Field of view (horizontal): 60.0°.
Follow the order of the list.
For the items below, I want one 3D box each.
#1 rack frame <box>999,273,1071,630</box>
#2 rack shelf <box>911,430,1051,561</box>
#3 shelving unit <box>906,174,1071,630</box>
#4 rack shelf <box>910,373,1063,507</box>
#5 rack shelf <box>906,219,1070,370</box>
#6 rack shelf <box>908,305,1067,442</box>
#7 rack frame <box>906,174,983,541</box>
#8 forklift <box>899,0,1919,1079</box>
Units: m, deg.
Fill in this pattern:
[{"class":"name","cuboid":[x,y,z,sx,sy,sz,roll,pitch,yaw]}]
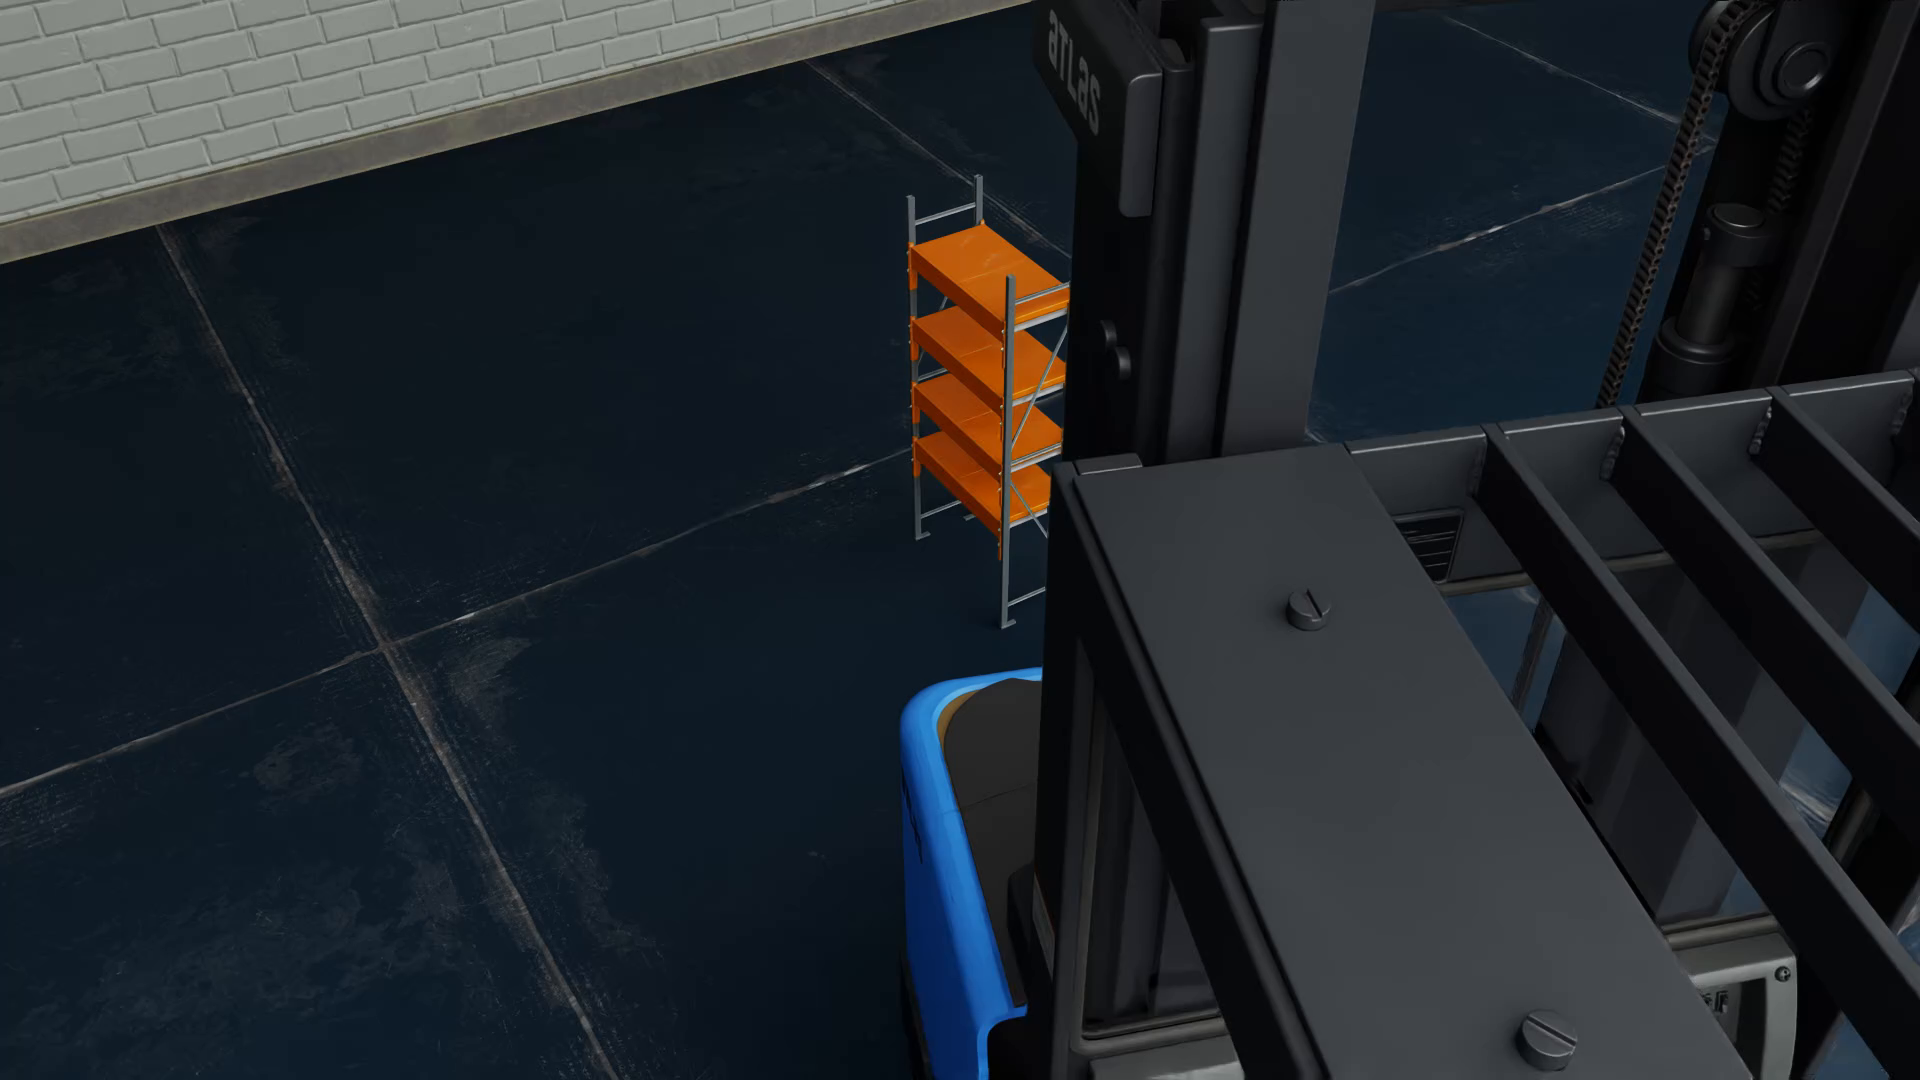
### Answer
[{"class":"rack frame","cuboid":[0.220,-0.240,4.601,0.240,1.200,0.015,-22,45,-24]},{"class":"rack shelf","cuboid":[0.089,-0.167,4.929,0.258,0.148,0.480,-22,45,-24]},{"class":"shelving unit","cuboid":[0.089,-0.372,4.759,0.258,1.200,0.503,-22,45,-24]},{"class":"rack shelf","cuboid":[0.089,-0.320,4.802,0.258,0.148,0.480,-22,45,-24]},{"class":"rack shelf","cuboid":[0.089,-0.673,4.507,0.258,0.148,0.480,-22,45,-24]},{"class":"rack shelf","cuboid":[0.089,-0.492,4.659,0.258,0.148,0.480,-22,45,-24]},{"class":"rack frame","cuboid":[-0.042,-0.503,4.917,0.240,1.200,0.015,-22,45,-24]},{"class":"forklift","cuboid":[0.672,0.842,1.950,1.130,2.935,3.031,-8,40,-9]}]
